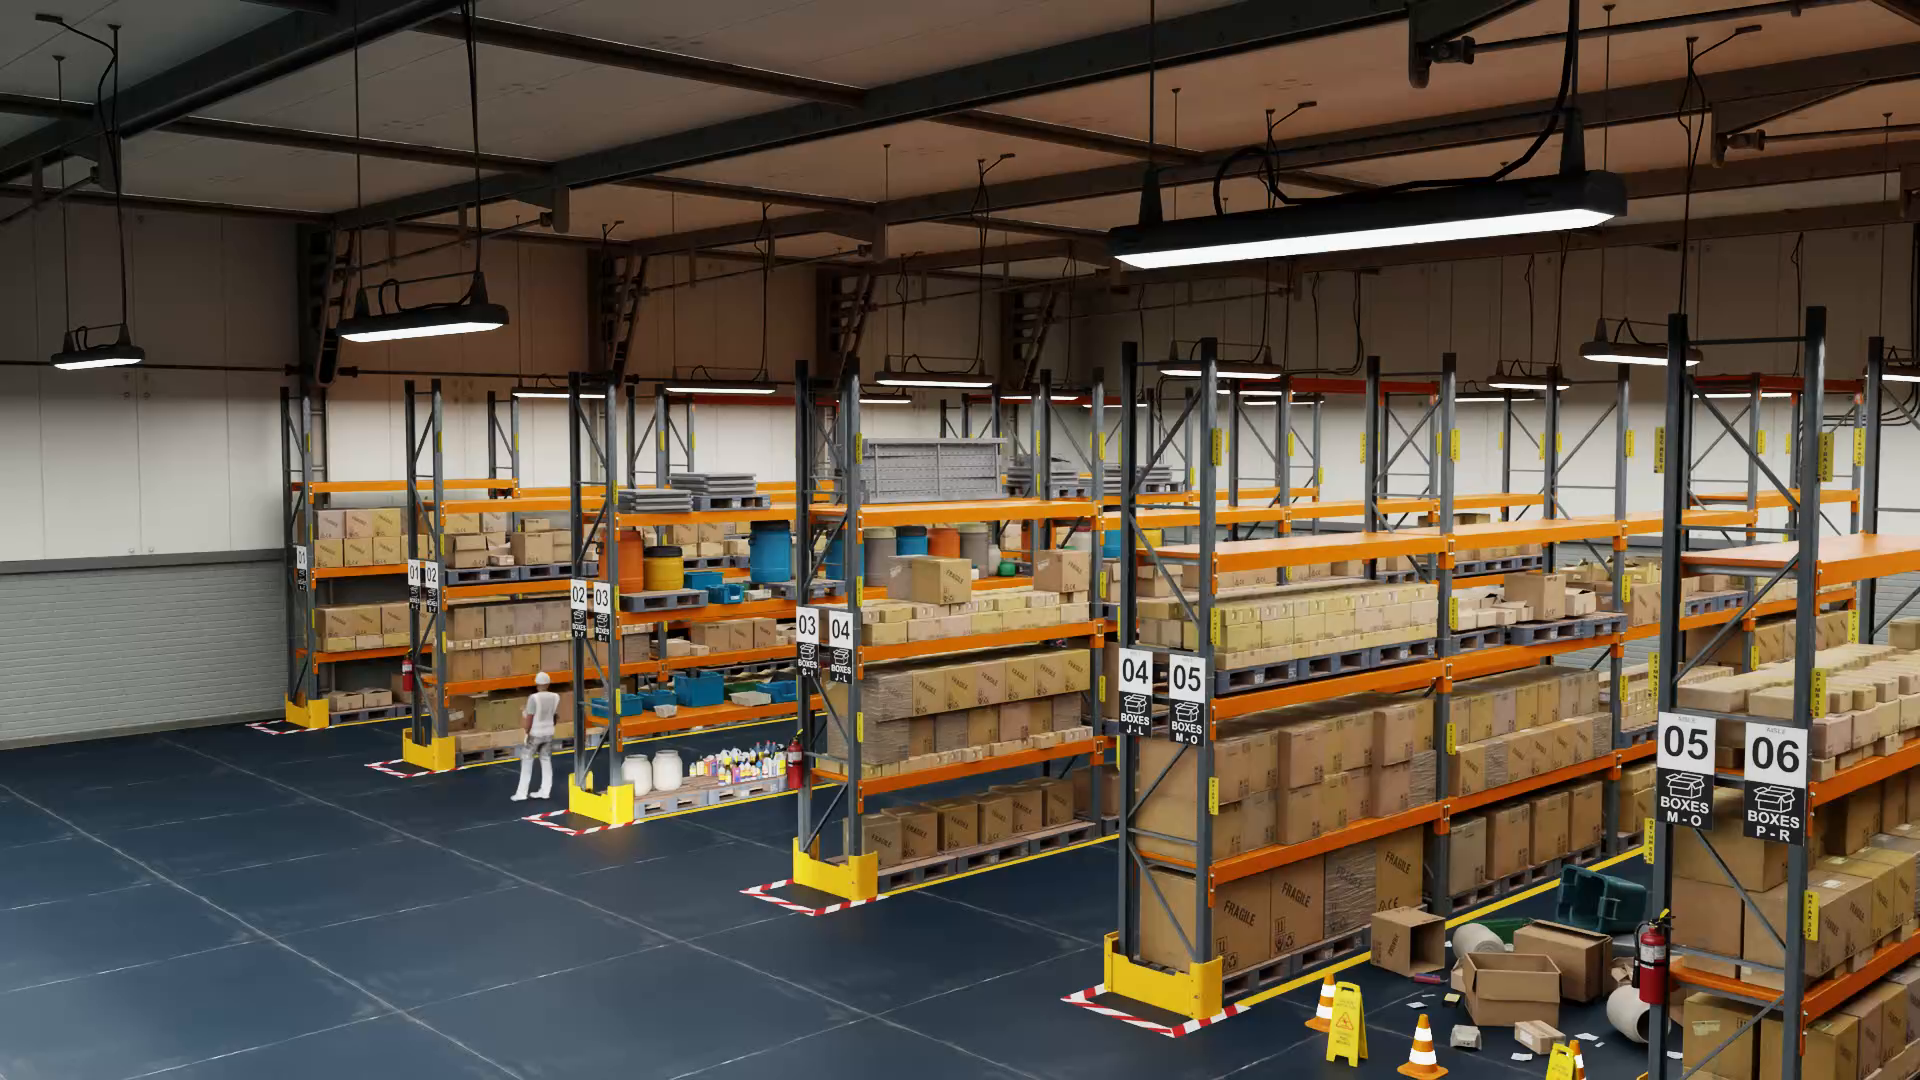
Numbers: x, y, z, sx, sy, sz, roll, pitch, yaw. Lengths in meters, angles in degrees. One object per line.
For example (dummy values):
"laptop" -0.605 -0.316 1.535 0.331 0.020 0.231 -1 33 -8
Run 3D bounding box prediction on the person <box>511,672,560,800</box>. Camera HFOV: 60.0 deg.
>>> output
"person" -6.005 2.763 23.531 0.451 1.791 0.654 3 5 40
